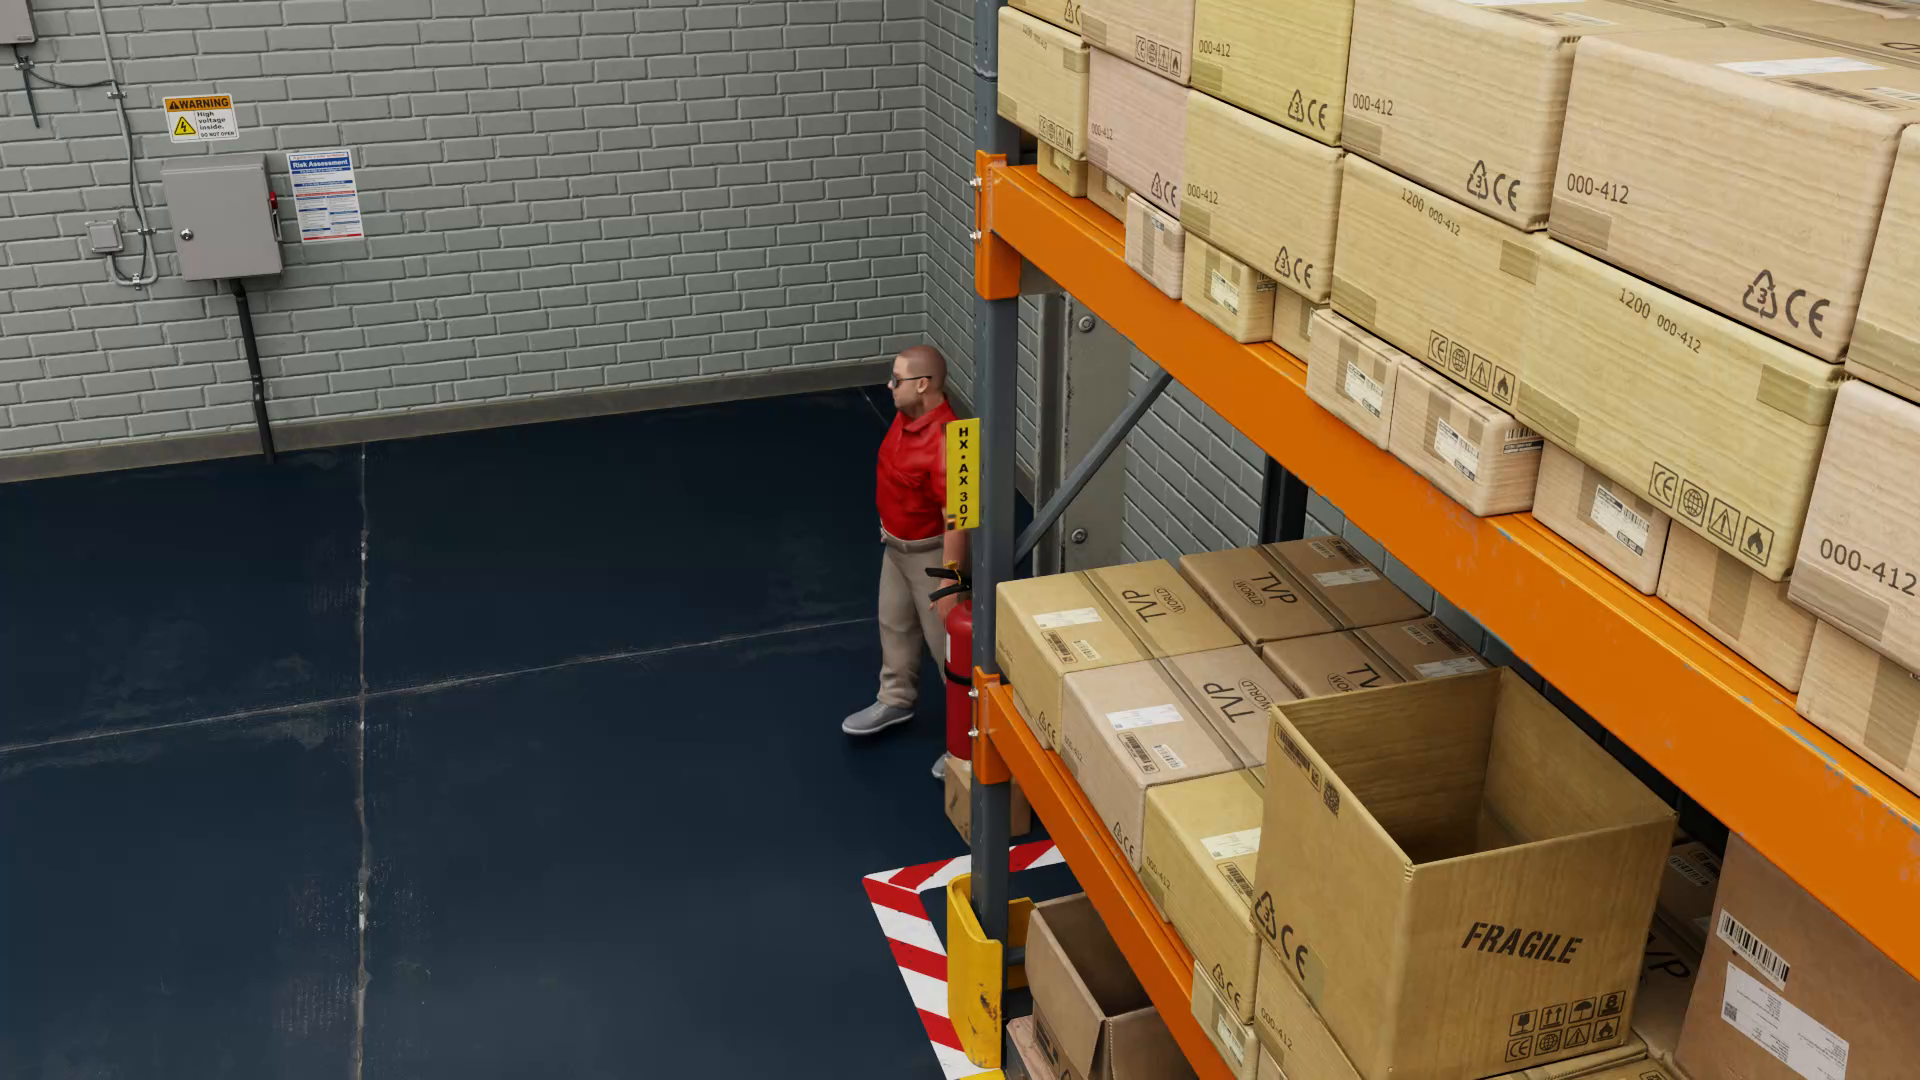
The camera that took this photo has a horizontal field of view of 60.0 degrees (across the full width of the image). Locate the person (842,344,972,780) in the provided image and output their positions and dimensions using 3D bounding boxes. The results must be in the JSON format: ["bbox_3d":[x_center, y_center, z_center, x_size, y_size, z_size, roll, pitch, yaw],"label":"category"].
[{"bbox_3d":[-0.185,0.060,6.453,0.528,1.731,0.682,-11,28,-21],"label":"person"}]
